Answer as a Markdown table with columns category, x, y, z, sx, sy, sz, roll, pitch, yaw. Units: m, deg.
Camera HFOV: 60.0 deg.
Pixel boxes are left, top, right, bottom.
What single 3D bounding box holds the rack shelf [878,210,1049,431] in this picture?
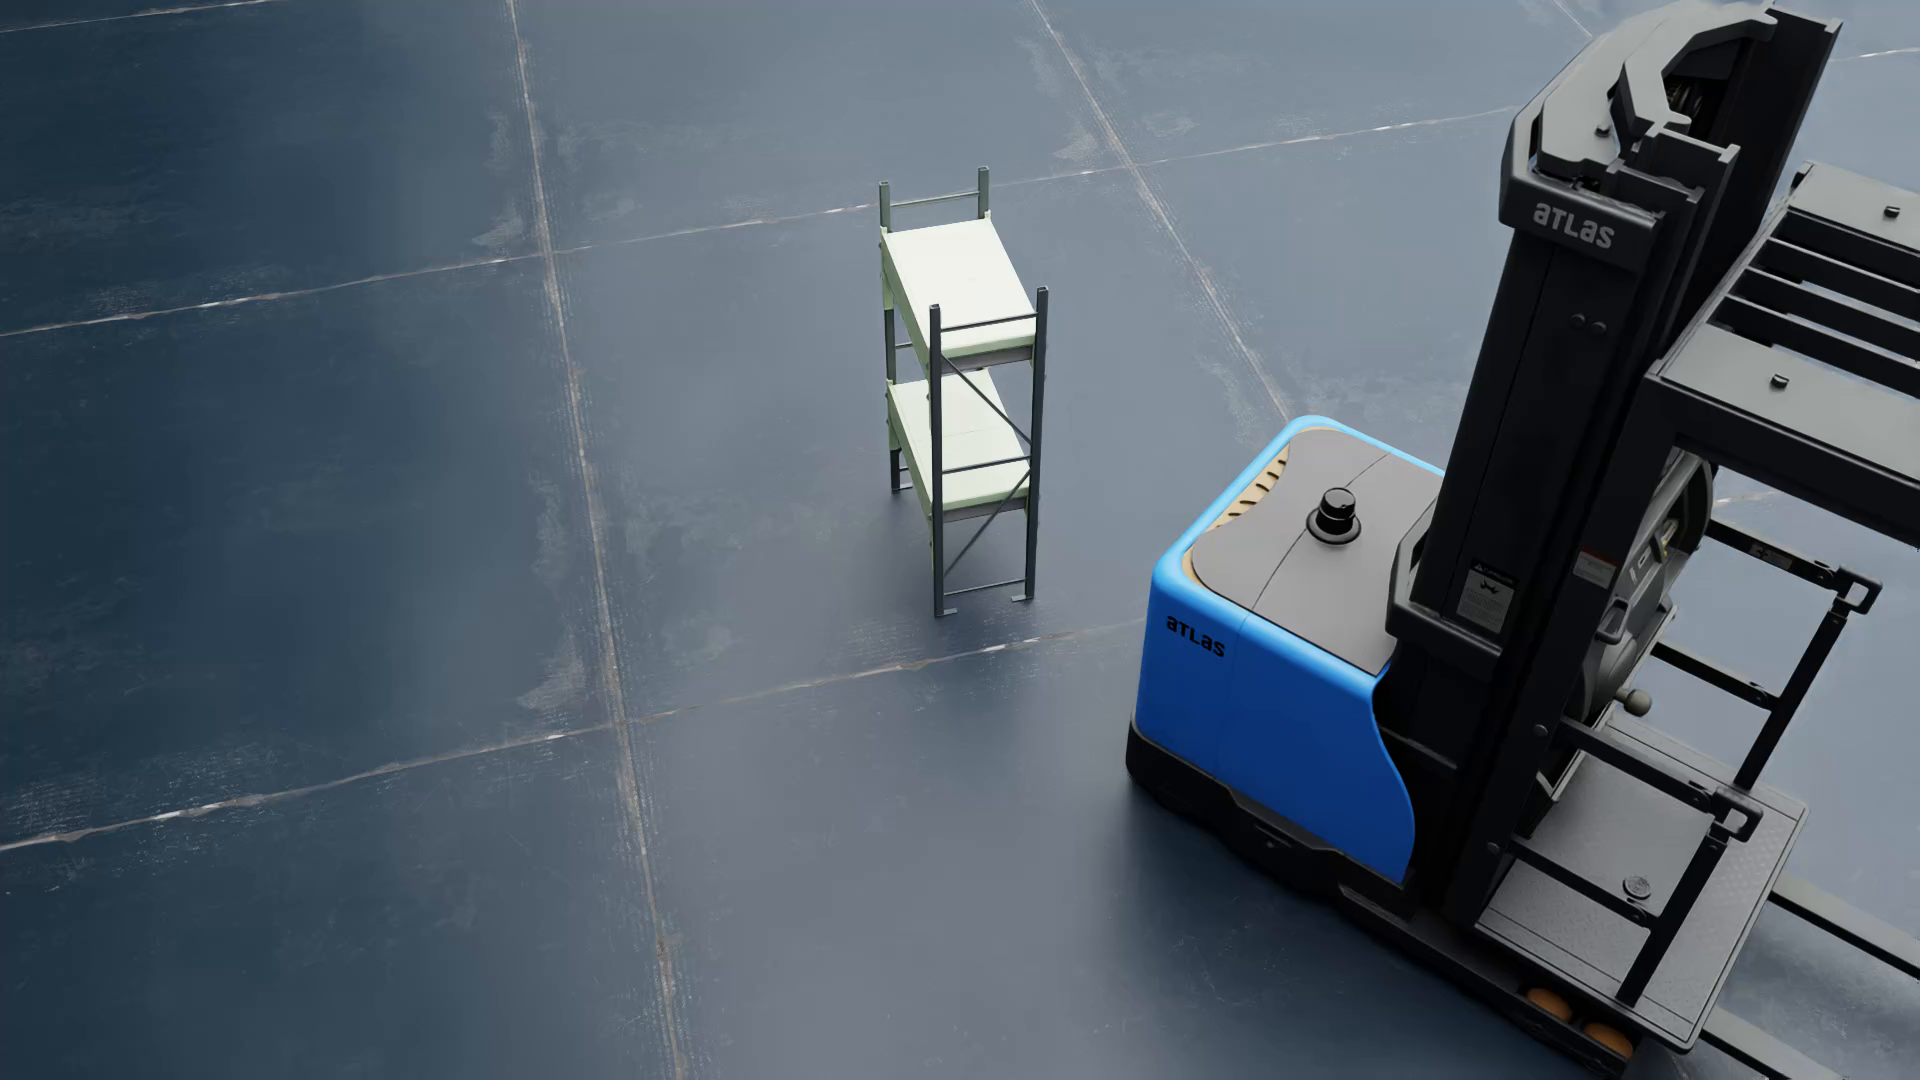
| category | x | y | z | sx | sy | sz | roll | pitch | yaw |
| --- | --- | --- | --- | --- | --- | --- | --- | --- | --- |
| rack shelf | 0.002 | -0.793 | 5.931 | 0.431 | 0.370 | 0.720 | -11 | 47 | -10 |

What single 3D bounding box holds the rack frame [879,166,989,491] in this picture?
| category | x | y | z | sx | sy | sz | roll | pitch | yaw |
| --- | --- | --- | --- | --- | --- | --- | --- | --- | --- |
| rack frame | -0.092 | -0.773 | 6.457 | 0.400 | 1.500 | 0.023 | -11 | 47 | -10 |

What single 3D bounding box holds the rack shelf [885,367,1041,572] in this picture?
| category | x | y | z | sx | sy | sz | roll | pitch | yaw |
| --- | --- | --- | --- | --- | --- | --- | --- | --- | --- |
| rack shelf | 0.002 | -0.292 | 6.443 | 0.431 | 0.370 | 0.720 | -11 | 47 | -10 |

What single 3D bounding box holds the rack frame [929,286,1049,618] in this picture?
| category | x | y | z | sx | sy | sz | roll | pitch | yaw |
| --- | --- | --- | --- | --- | --- | --- | --- | --- | --- |
| rack frame | 0.095 | -0.268 | 5.962 | 0.400 | 1.500 | 0.023 | -11 | 47 | -10 |

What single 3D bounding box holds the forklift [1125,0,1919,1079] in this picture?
| category | x | y | z | sx | sy | sz | roll | pitch | yaw |
| --- | --- | --- | --- | --- | --- | --- | --- | --- | --- |
| forklift | 2.061 | 0.189 | 4.513 | 3.031 | 2.935 | 1.130 | 29 | 52 | 25 |

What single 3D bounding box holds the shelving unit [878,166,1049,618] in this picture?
| category | x | y | z | sx | sy | sz | roll | pitch | yaw |
| --- | --- | --- | --- | --- | --- | --- | --- | --- | --- |
| shelving unit | 0.002 | -0.520 | 6.210 | 0.431 | 1.500 | 0.755 | -11 | 47 | -10 |
